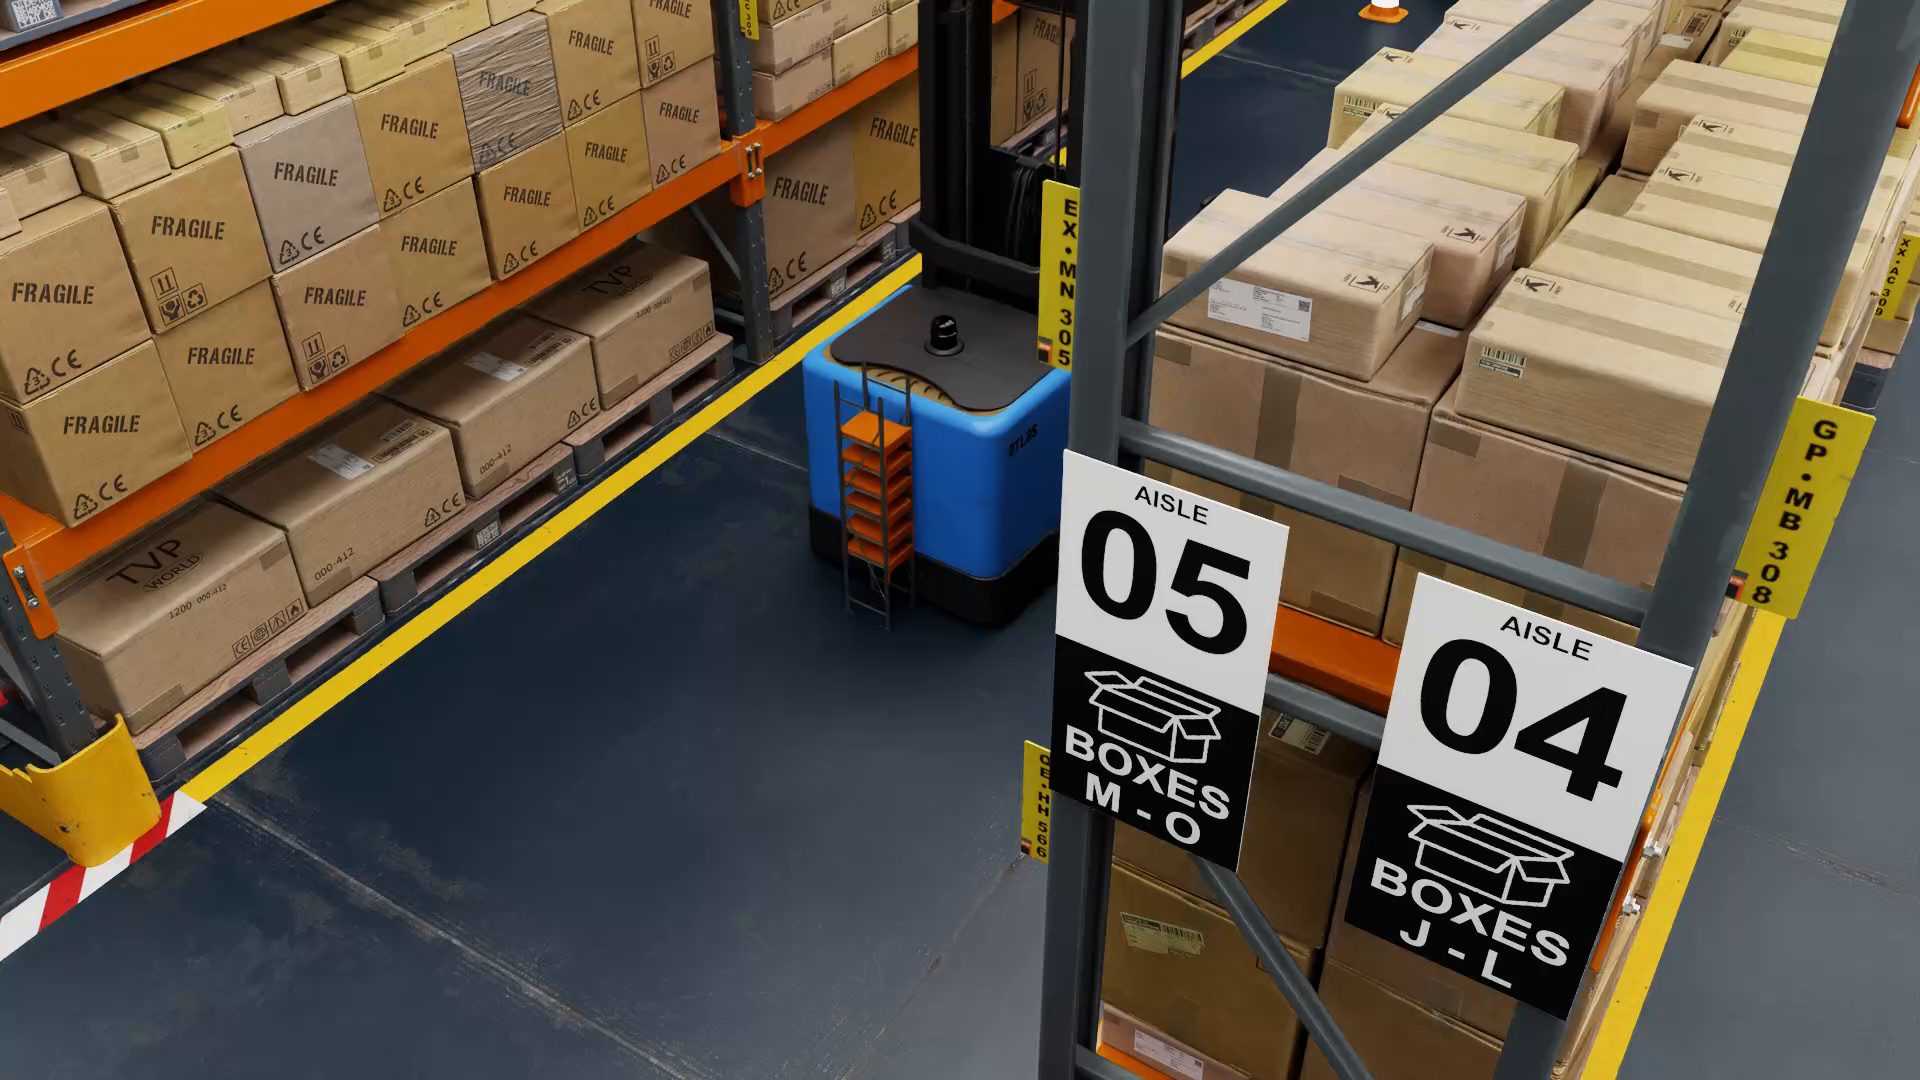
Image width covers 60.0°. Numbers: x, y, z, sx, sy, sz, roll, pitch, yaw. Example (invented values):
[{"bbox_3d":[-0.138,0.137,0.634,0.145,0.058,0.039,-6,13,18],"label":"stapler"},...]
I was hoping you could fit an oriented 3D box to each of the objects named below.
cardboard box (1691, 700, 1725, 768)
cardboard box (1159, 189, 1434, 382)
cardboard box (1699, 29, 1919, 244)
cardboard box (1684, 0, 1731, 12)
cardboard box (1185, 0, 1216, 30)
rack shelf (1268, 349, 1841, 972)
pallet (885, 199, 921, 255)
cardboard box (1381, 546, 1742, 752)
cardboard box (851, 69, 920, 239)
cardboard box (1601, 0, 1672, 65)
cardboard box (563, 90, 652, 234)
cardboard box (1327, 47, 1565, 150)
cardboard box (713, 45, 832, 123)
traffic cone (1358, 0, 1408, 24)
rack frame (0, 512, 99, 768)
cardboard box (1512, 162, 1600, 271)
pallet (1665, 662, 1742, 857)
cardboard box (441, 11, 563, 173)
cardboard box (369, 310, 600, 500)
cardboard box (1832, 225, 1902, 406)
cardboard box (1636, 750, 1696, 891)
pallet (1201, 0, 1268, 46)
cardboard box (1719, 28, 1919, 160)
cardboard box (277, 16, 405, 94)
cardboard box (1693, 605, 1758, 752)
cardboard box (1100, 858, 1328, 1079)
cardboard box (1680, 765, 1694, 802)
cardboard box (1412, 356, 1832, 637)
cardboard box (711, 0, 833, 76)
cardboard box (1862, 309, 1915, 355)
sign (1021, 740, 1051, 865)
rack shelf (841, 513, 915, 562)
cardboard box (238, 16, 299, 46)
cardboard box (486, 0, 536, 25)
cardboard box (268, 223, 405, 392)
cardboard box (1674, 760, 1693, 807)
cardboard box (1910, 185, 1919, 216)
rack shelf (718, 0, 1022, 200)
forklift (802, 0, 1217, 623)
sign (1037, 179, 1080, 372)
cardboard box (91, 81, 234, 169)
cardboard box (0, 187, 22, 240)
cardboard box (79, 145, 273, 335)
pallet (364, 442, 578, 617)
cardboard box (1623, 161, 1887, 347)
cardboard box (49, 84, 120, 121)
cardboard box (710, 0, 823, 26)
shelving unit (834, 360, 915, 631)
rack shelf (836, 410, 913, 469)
[{"bbox_3d":[2.609,0.655,6.190,0.380,0.149,0.250,20,42,24],"label":"cardboard box"},{"bbox_3d":[0.559,-0.433,2.785,0.380,0.149,0.250,21,42,25],"label":"cardboard box"},{"bbox_3d":[1.913,-0.936,3.764,0.500,0.250,0.500,20,42,24],"label":"cardboard box"},{"bbox_3d":[1.760,-1.390,4.353,0.500,0.250,0.500,22,43,26],"label":"cardboard box"},{"bbox_3d":[1.381,-4.169,12.510,0.950,0.372,0.625,20,42,24],"label":"cardboard box"},{"bbox_3d":[1.701,-0.615,4.224,1.077,0.370,4.000,21,42,25],"label":"rack shelf"},{"bbox_3d":[-0.459,-2.260,10.509,1.003,0.211,1.213,21,42,25],"label":"pallet"},{"bbox_3d":[1.086,0.042,2.904,0.500,0.250,0.500,23,43,27],"label":"cardboard box"},{"bbox_3d":[-0.719,-2.449,9.867,0.875,0.875,0.875,22,43,26],"label":"cardboard box"},{"bbox_3d":[1.402,-1.219,3.805,0.380,0.149,0.250,20,42,24],"label":"cardboard box"},{"bbox_3d":[-1.765,-1.760,7.495,0.500,0.500,0.500,20,42,24],"label":"cardboard box"},{"bbox_3d":[0.961,-0.832,3.303,0.380,0.149,0.250,22,43,26],"label":"cardboard box"},{"bbox_3d":[-1.003,-2.391,8.518,0.500,0.250,0.500,20,42,24],"label":"cardboard box"},{"bbox_3d":[3.342,-4.333,12.991,0.336,0.463,0.334,21,42,25],"label":"traffic cone"},{"bbox_3d":[-3.605,-0.248,5.615,1.000,3.000,0.127,21,42,25],"label":"rack frame"},{"bbox_3d":[0.934,-0.593,3.318,0.500,0.250,0.500,20,42,24],"label":"cardboard box"},{"bbox_3d":[2.442,0.719,6.645,1.003,0.211,1.213,21,42,25],"label":"pallet"},{"bbox_3d":[-2.025,-1.888,6.841,0.500,0.500,0.500,22,43,26],"label":"cardboard box"},{"bbox_3d":[-2.368,-0.712,7.971,0.875,0.438,0.875,20,42,24],"label":"cardboard box"},{"bbox_3d":[2.476,-0.698,5.054,0.500,0.500,0.500,20,42,24],"label":"cardboard box"},{"bbox_3d":[1.641,0.488,4.335,0.500,0.500,0.500,22,43,26],"label":"cardboard box"},{"bbox_3d":[1.756,-4.297,13.151,1.003,0.211,1.213,21,42,25],"label":"pallet"},{"bbox_3d":[1.755,-0.897,3.387,0.380,0.149,0.250,23,43,26],"label":"cardboard box"},{"bbox_3d":[-2.314,-1.819,6.221,0.380,0.149,0.250,20,42,24],"label":"cardboard box"},{"bbox_3d":[1.656,0.098,4.022,0.500,0.500,0.500,20,42,24],"label":"cardboard box"},{"bbox_3d":[0.653,0.846,3.871,0.500,0.500,0.500,22,43,26],"label":"cardboard box"},{"bbox_3d":[2.553,0.797,6.250,0.380,0.149,0.250,20,42,24],"label":"cardboard box"},{"bbox_3d":[1.089,-0.154,2.750,0.500,0.250,0.500,22,43,26],"label":"cardboard box"},{"bbox_3d":[-0.988,-2.584,8.358,0.500,0.250,0.500,20,42,24],"label":"cardboard box"},{"bbox_3d":[3.372,-0.863,6.274,0.380,0.149,0.250,19,42,23],"label":"cardboard box"},{"bbox_3d":[0.171,0.543,3.381,0.100,0.325,0.005,21,42,25],"label":"sign"},{"bbox_3d":[-0.350,-0.036,7.084,0.258,0.103,0.180,23,43,27],"label":"rack shelf"},{"bbox_3d":[-2.788,-1.996,6.451,0.380,0.149,0.250,23,43,26],"label":"cardboard box"},{"bbox_3d":[-1.957,-2.237,6.763,0.380,0.149,0.250,21,42,25],"label":"cardboard box"},{"bbox_3d":[-2.570,-0.968,6.466,0.500,0.500,0.500,21,42,25],"label":"cardboard box"},{"bbox_3d":[2.299,0.806,5.752,0.380,0.149,0.250,19,42,23],"label":"cardboard box"},{"bbox_3d":[3.516,-1.244,6.282,0.380,0.149,0.250,22,43,26],"label":"cardboard box"},{"bbox_3d":[-0.390,-3.057,9.847,1.077,0.370,4.000,21,42,25],"label":"rack shelf"},{"bbox_3d":[0.567,-1.662,7.505,1.130,2.935,3.031,23,43,27],"label":"forklift"},{"bbox_3d":[0.171,-0.412,2.645,0.100,0.325,0.005,21,42,25],"label":"sign"},{"bbox_3d":[-2.738,-1.430,5.716,0.380,0.149,0.250,20,42,24],"label":"cardboard box"},{"bbox_3d":[-3.181,-1.033,5.201,0.380,0.149,0.250,22,43,26],"label":"cardboard box"},{"bbox_3d":[-2.836,-1.107,5.828,0.500,0.500,0.500,20,42,24],"label":"cardboard box"},{"bbox_3d":[-2.588,-0.208,7.847,1.003,0.211,1.213,21,42,25],"label":"pallet"},{"bbox_3d":[1.354,-0.500,2.871,0.380,0.149,0.250,21,42,25],"label":"cardboard box"},{"bbox_3d":[-3.229,-1.607,5.946,0.380,0.149,0.250,22,43,26],"label":"cardboard box"},{"bbox_3d":[-0.983,-2.879,8.127,0.500,0.500,0.500,22,43,26],"label":"cardboard box"},{"bbox_3d":[-0.350,-0.166,6.983,0.258,1.200,0.189,23,43,27],"label":"shelving unit"},{"bbox_3d":[-0.350,-0.416,6.791,0.258,0.103,0.180,23,43,27],"label":"rack shelf"}]
